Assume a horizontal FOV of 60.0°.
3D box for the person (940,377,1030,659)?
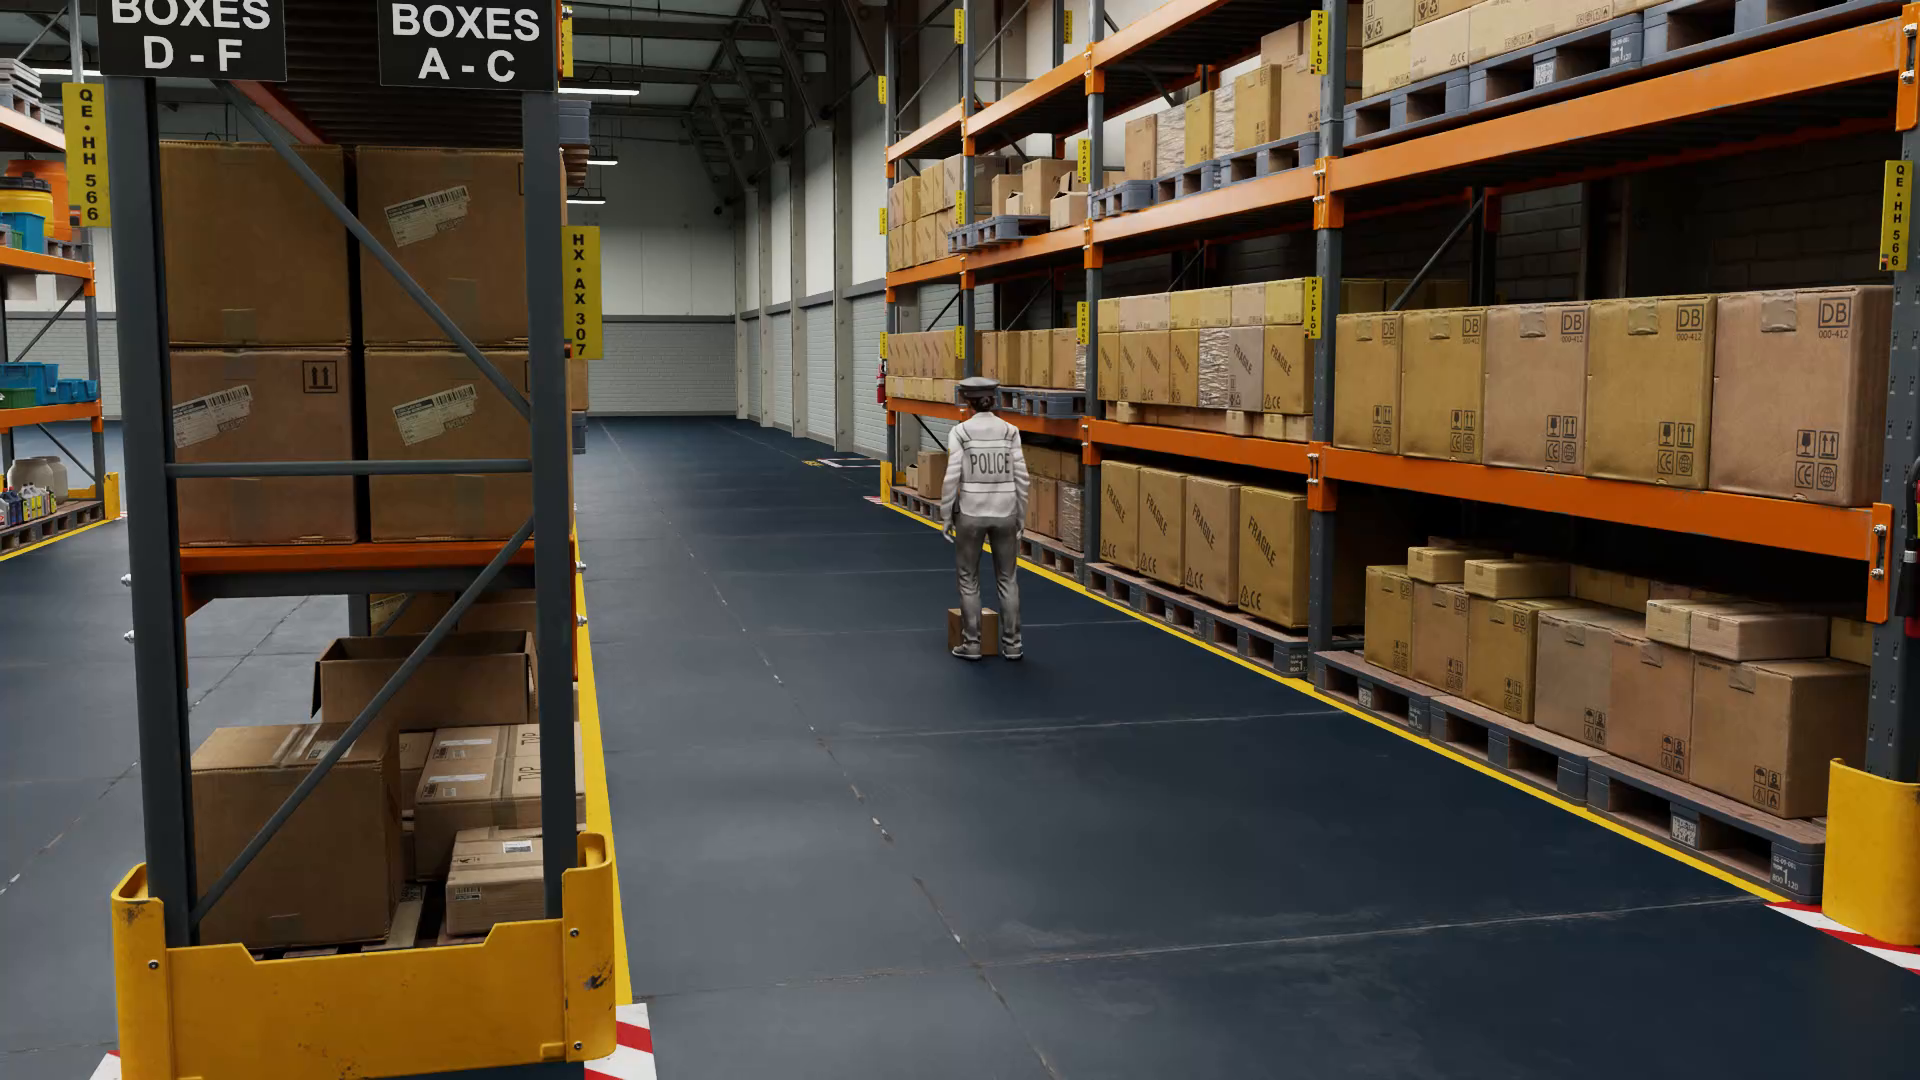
[{"bbox_3d":[0.142,-0.123,9.788,0.528,1.664,0.403,-2,6,-14],"label":"person"}]
